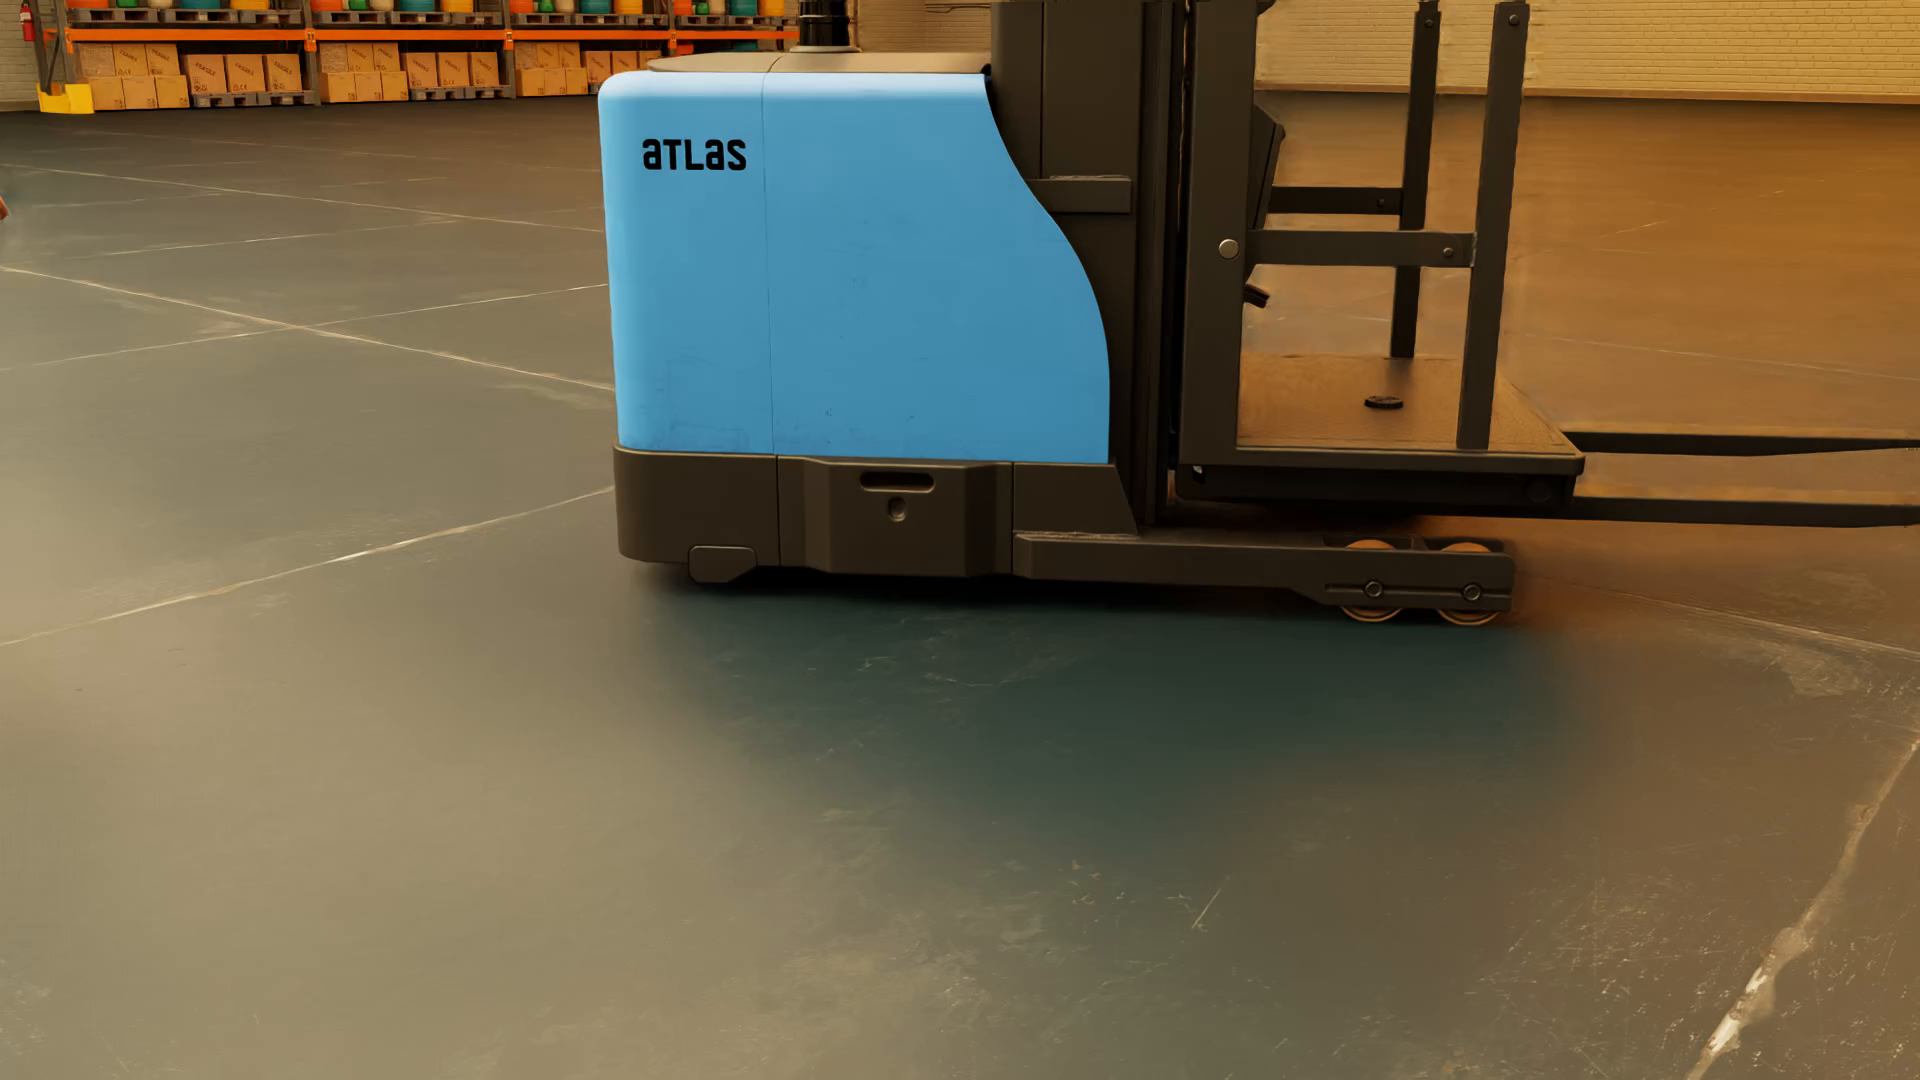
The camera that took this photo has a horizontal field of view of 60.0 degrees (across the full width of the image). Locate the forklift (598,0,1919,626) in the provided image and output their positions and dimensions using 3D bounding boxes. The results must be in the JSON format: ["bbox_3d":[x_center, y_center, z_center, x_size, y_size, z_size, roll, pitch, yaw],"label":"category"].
[{"bbox_3d":[0.808,-1.391,3.480,3.031,2.935,1.130,2,17,6],"label":"forklift"}]

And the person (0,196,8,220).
[{"bbox_3d":[-2.141,-0.484,2.742,0.579,1.735,0.915,13,21,37],"label":"person"}]
